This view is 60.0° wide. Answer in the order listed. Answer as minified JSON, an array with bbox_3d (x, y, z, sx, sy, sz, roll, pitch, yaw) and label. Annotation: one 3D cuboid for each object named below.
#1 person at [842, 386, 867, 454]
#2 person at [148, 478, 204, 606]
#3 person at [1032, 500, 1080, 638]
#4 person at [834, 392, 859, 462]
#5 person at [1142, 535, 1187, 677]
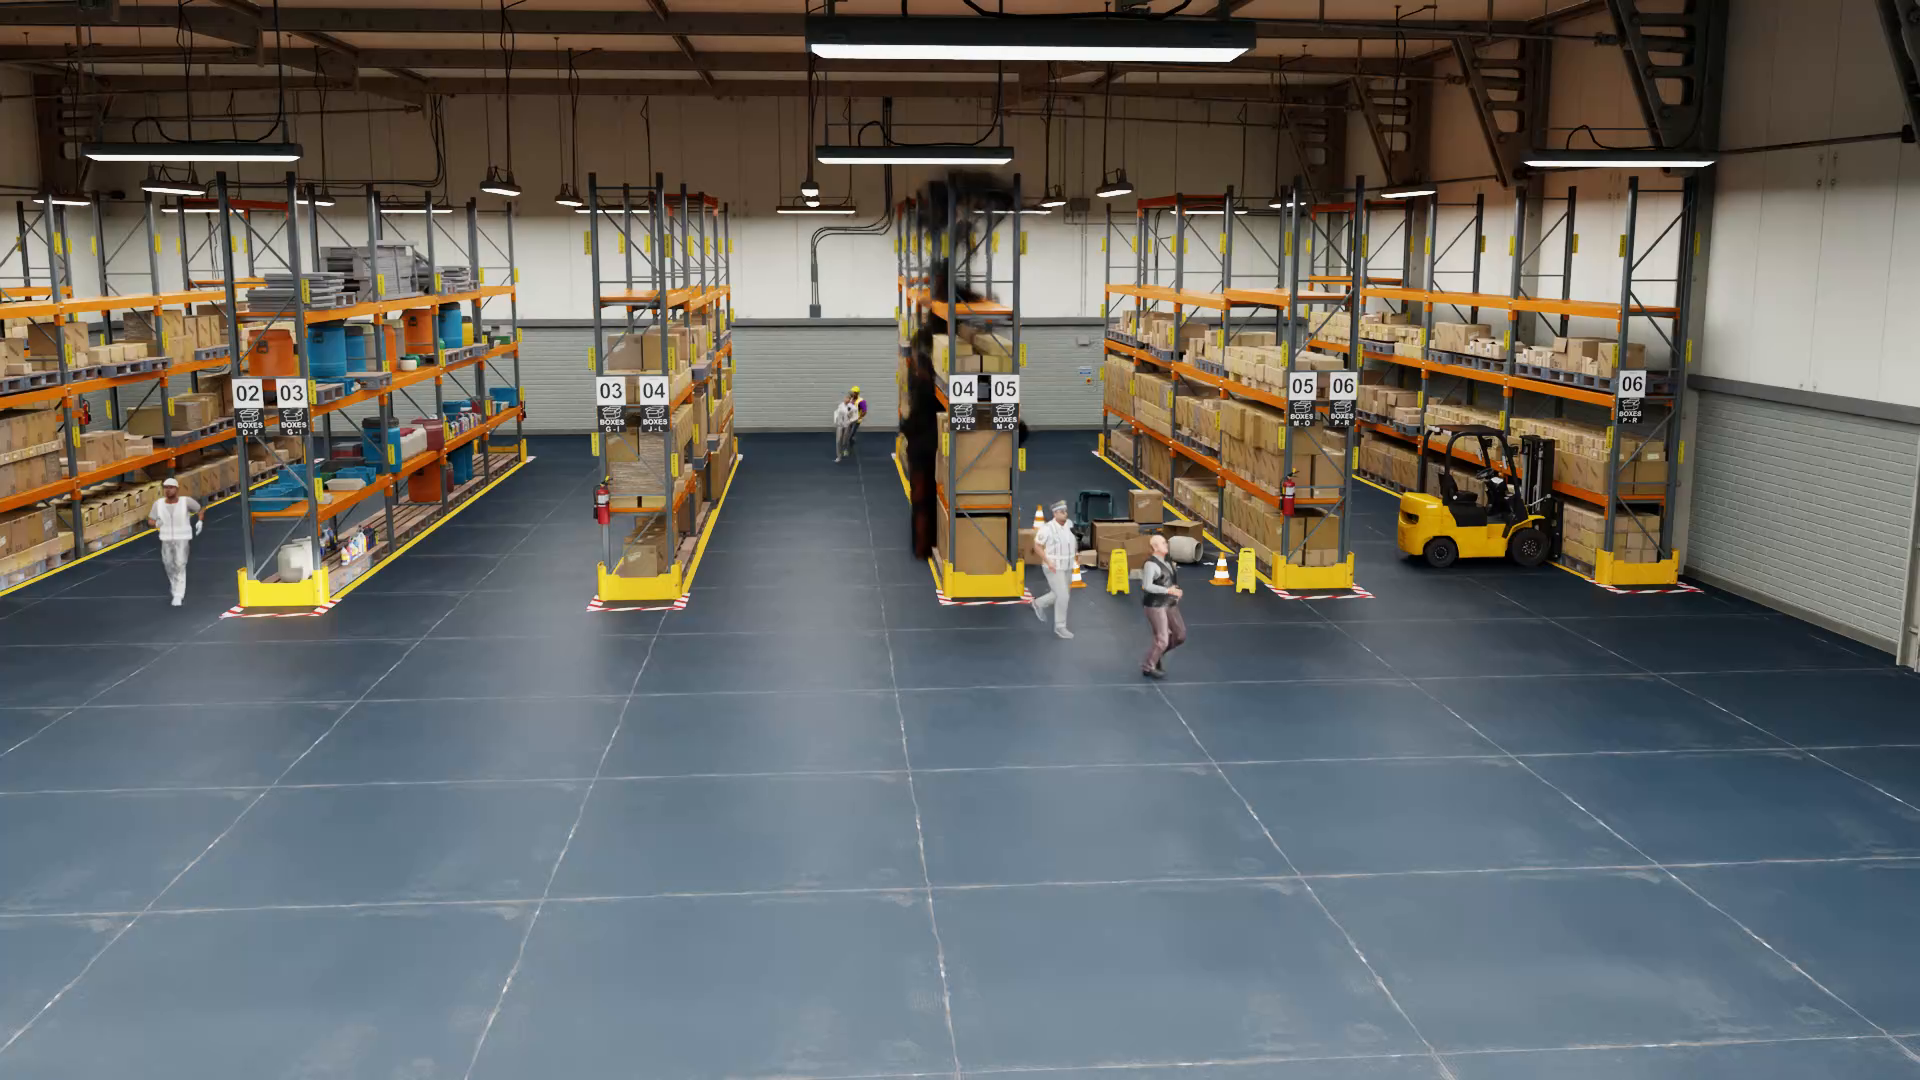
[{"bbox_3d":[-2.569,-2.893,40.276,0.748,1.666,0.578,7,12,34],"label":"person"},{"bbox_3d":[-11.127,0.001,23.554,0.689,1.730,1.056,-2,10,-11],"label":"person"},{"bbox_3d":[1.234,0.344,21.711,0.661,1.796,0.783,-10,14,-44],"label":"person"},{"bbox_3d":[-2.674,-2.676,39.207,0.660,1.667,0.687,4,11,21],"label":"person"},{"bbox_3d":[2.399,0.777,19.397,0.590,1.677,0.648,7,12,34],"label":"person"}]
